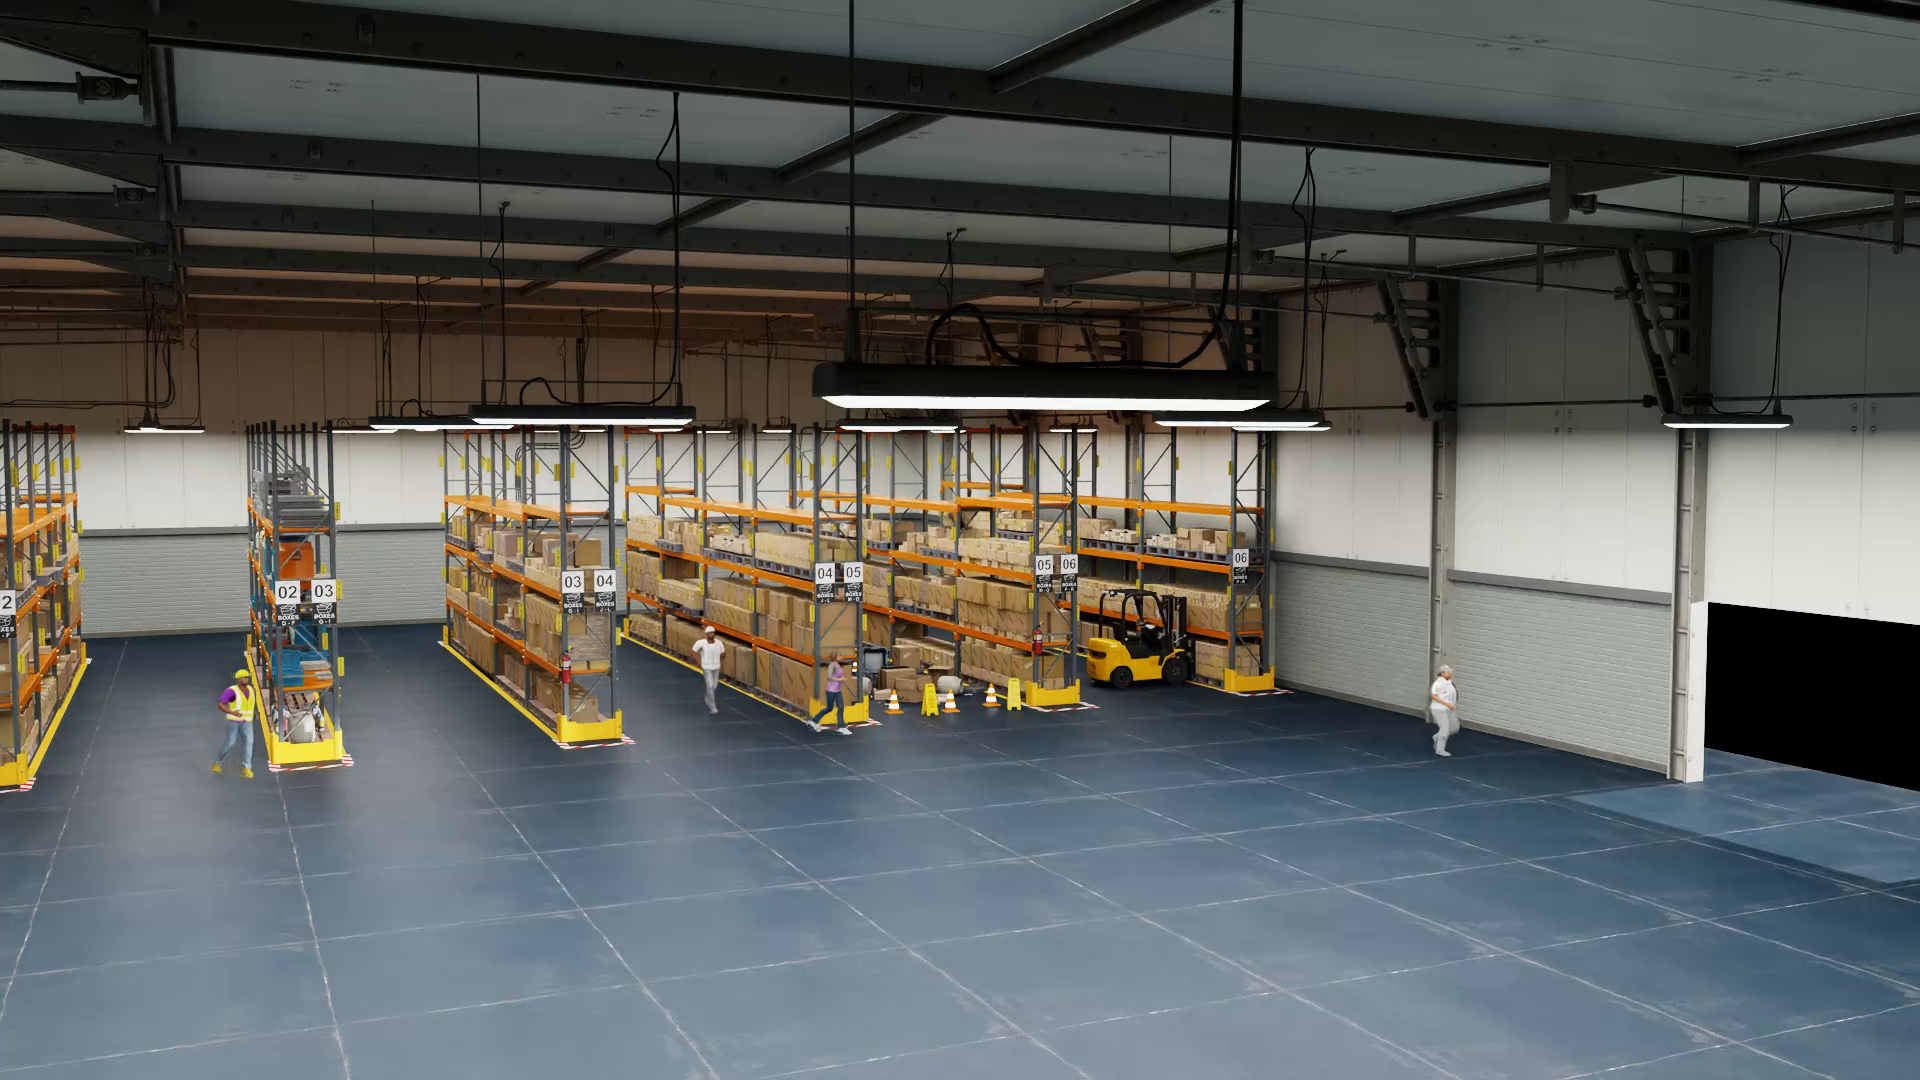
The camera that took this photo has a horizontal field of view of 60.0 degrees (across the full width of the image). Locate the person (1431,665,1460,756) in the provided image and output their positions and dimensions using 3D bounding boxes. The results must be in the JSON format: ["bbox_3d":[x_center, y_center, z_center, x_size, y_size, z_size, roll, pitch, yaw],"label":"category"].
[{"bbox_3d":[8.660,3.047,29.789,0.611,1.631,0.545,-3,5,-44],"label":"person"}]

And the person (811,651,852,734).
[{"bbox_3d":[-2.448,2.918,31.961,0.829,1.598,0.553,1,4,17],"label":"person"}]

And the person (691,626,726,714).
[{"bbox_3d":[-5.188,2.673,34.572,0.708,1.773,0.847,-2,4,-32],"label":"person"}]

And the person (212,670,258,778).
[{"bbox_3d":[-12.162,3.084,28.145,0.911,1.760,0.757,2,4,35],"label":"person"}]
